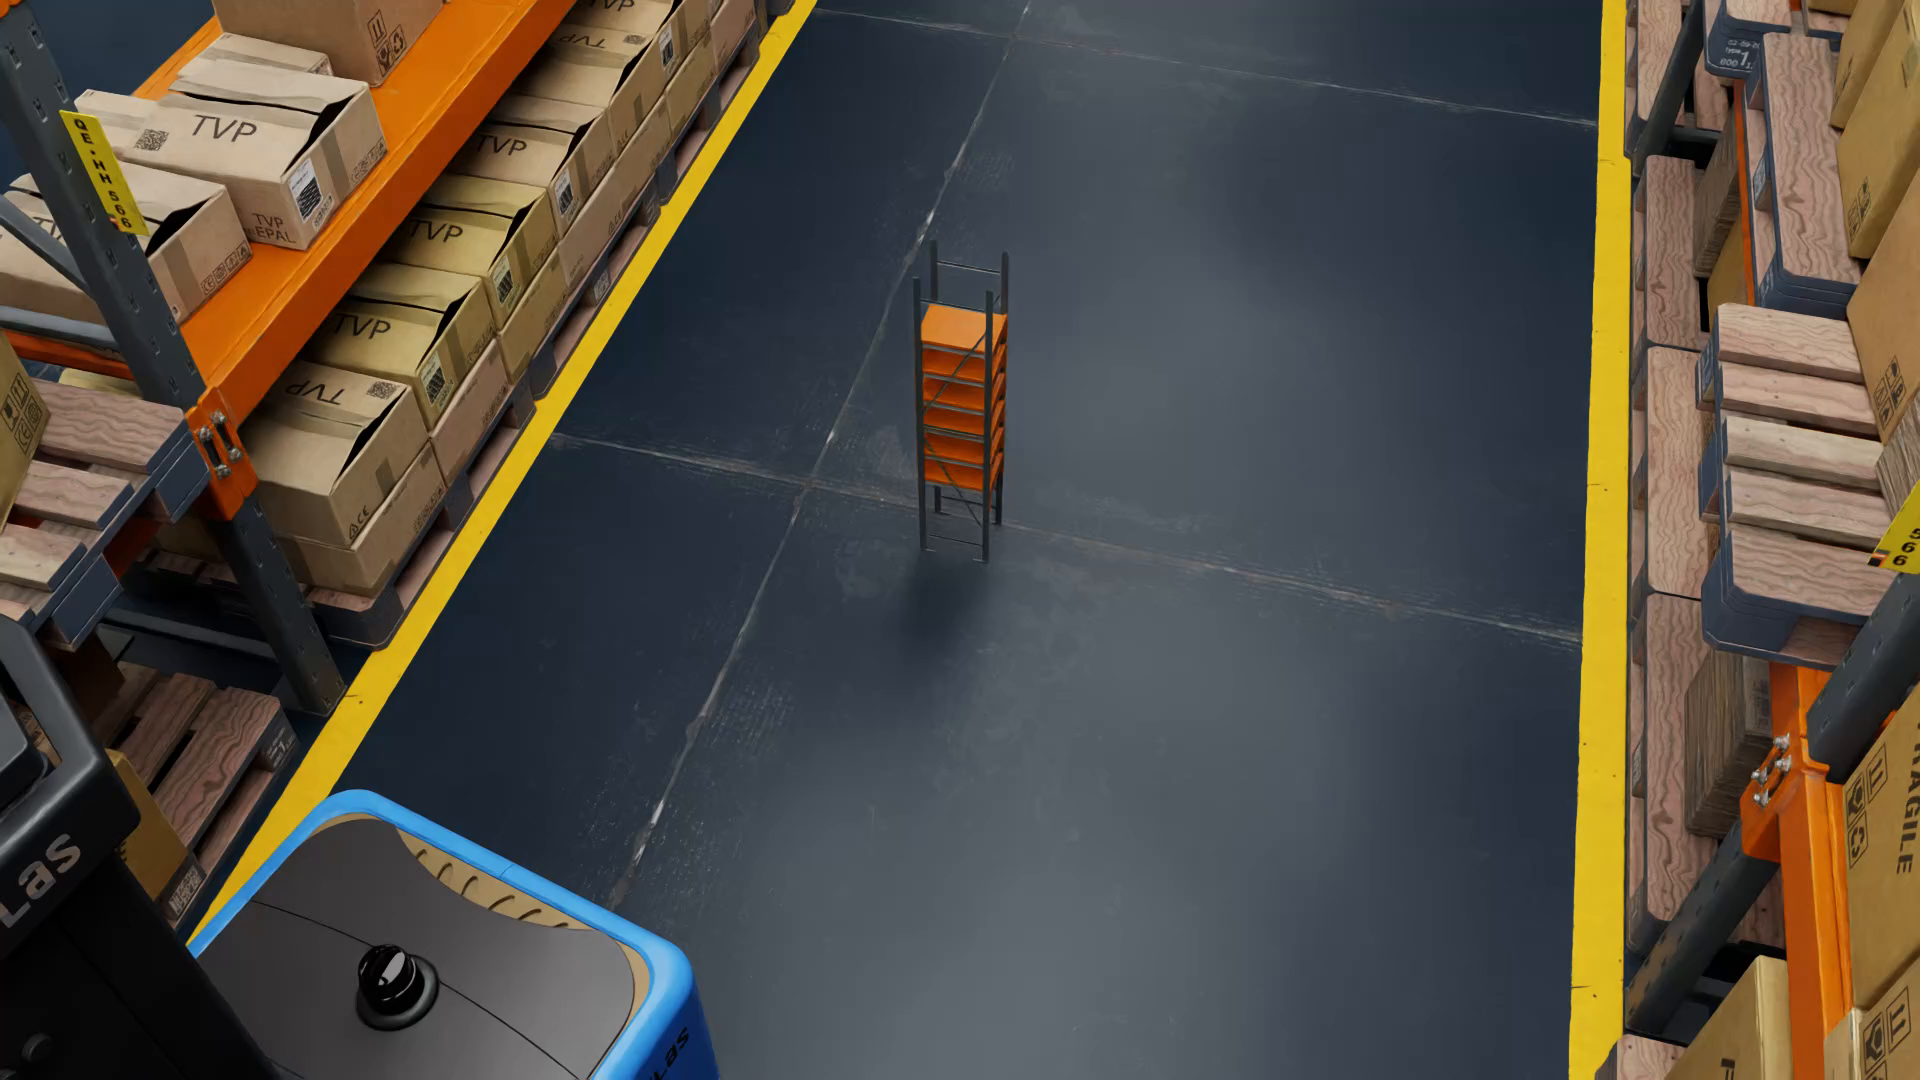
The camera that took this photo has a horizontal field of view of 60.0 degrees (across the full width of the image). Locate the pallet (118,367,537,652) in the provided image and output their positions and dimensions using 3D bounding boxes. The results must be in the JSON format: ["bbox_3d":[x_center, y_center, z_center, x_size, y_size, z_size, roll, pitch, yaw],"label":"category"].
[{"bbox_3d":[-2.204,-0.233,5.815,1.003,0.211,1.213,12,50,10],"label":"pallet"}]

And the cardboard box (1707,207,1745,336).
[{"bbox_3d":[3.109,-0.886,5.905,0.700,0.500,0.500,11,49,9],"label":"cardboard box"}]

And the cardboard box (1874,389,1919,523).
[{"bbox_3d":[2.435,-0.114,3.490,0.700,0.500,0.500,6,49,6],"label":"cardboard box"}]

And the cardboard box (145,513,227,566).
[{"bbox_3d":[-2.555,-0.226,5.503,0.500,0.250,0.500,13,50,11],"label":"cardboard box"}]

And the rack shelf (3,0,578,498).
[{"bbox_3d":[-1.932,-1.777,5.798,1.077,0.370,4.000,12,50,10],"label":"rack shelf"}]

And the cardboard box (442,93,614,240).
[{"bbox_3d":[-1.636,-1.426,6.188,0.500,0.311,0.500,11,49,10],"label":"cardboard box"}]

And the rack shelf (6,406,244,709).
[{"bbox_3d":[-2.985,1.116,3.244,1.077,0.370,4.000,12,50,10],"label":"rack shelf"}]

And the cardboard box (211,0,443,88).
[{"bbox_3d":[-2.033,-1.818,5.288,0.500,0.500,0.500,9,49,8],"label":"cardboard box"}]

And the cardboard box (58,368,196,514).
[{"bbox_3d":[-2.558,-0.411,5.292,0.500,0.311,0.500,13,50,11],"label":"cardboard box"}]

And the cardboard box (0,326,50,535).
[{"bbox_3d":[-2.516,-0.263,3.634,0.700,0.500,0.500,-3,49,-3],"label":"cardboard box"}]

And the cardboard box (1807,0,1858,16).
[{"bbox_3d":[3.053,-1.901,5.067,0.700,0.500,0.500,16,51,14],"label":"cardboard box"}]

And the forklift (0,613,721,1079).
[{"bbox_3d":[-1.684,1.442,2.523,1.130,2.935,3.031,21,52,18],"label":"forklift"}]

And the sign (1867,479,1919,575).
[{"bbox_3d":[1.795,-0.051,3.075,0.100,0.325,0.005,12,50,10],"label":"sign"}]

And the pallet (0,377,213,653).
[{"bbox_3d":[-2.569,-0.001,3.878,1.213,0.211,1.003,12,50,10],"label":"pallet"}]

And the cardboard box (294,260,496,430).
[{"bbox_3d":[-1.907,-0.686,5.534,0.500,0.311,0.500,10,49,9],"label":"cardboard box"}]

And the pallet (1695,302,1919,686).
[{"bbox_3d":[2.406,-0.067,3.936,1.213,0.211,1.003,12,50,10],"label":"pallet"}]

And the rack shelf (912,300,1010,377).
[{"bbox_3d":[0.004,-0.616,5.073,0.258,0.103,0.180,12,50,10],"label":"rack shelf"}]

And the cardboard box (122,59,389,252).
[{"bbox_3d":[-2.036,-1.148,4.822,0.500,0.311,0.500,11,49,10],"label":"cardboard box"}]

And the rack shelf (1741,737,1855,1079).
[{"bbox_3d":[1.795,2.091,2.384,1.077,0.370,4.000,12,50,10],"label":"rack shelf"}]

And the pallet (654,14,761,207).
[{"bbox_3d":[-1.562,-1.998,7.373,1.003,0.211,1.213,12,50,10],"label":"pallet"}]

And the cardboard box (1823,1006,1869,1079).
[{"bbox_3d":[1.785,1.031,2.993,0.380,0.149,0.250,13,50,11],"label":"cardboard box"}]

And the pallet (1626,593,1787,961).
[{"bbox_3d":[2.529,0.764,4.935,1.003,0.211,1.213,12,50,10],"label":"pallet"}]

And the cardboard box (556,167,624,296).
[{"bbox_3d":[-1.640,-1.230,6.389,0.500,0.250,0.500,12,50,11],"label":"cardboard box"}]

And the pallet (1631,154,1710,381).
[{"bbox_3d":[3.171,-1.001,6.492,1.003,0.211,1.213,12,50,10],"label":"pallet"}]

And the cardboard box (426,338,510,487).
[{"bbox_3d":[-1.906,-0.482,5.729,0.500,0.250,0.500,10,49,9],"label":"cardboard box"}]

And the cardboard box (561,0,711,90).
[{"bbox_3d":[-1.367,-2.149,6.826,0.500,0.311,0.500,13,50,11],"label":"cardboard box"}]

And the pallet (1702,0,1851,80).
[{"bbox_3d":[3.033,-1.899,5.554,1.003,0.211,1.213,12,50,10],"label":"pallet"}]

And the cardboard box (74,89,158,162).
[{"bbox_3d":[-2.488,-1.190,4.968,0.380,0.149,0.250,12,50,10],"label":"cardboard box"}]

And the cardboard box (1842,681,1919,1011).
[{"bbox_3d":[1.947,0.569,2.969,0.500,0.500,0.500,13,50,11],"label":"cardboard box"}]

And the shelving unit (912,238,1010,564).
[{"bbox_3d":[0.004,-0.408,5.309,0.258,1.200,0.189,12,50,10],"label":"shelving unit"}]

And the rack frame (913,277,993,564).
[{"bbox_3d":[-0.020,-0.341,5.251,0.240,1.200,0.006,12,50,10],"label":"rack frame"}]

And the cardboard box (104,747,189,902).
[{"bbox_3d":[-2.478,0.836,4.385,0.500,0.500,0.500,13,50,12],"label":"cardboard box"}]

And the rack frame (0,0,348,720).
[{"bbox_3d":[-2.459,-0.568,4.251,1.000,3.000,0.127,12,50,10],"label":"rack frame"}]

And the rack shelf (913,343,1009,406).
[{"bbox_3d":[0.004,-0.537,5.163,0.258,0.103,0.180,12,50,10],"label":"rack shelf"}]

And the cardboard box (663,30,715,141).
[{"bbox_3d":[-1.370,-1.968,7.040,0.500,0.250,0.500,11,49,9],"label":"cardboard box"}]

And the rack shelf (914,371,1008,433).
[{"bbox_3d":[0.004,-0.458,5.253,0.258,0.103,0.180,12,50,10],"label":"rack shelf"}]

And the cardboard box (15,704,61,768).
[{"bbox_3d":[-2.489,0.629,4.068,0.500,0.250,0.500,13,50,11],"label":"cardboard box"}]

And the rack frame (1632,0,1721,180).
[{"bbox_3d":[3.374,-2.487,5.944,1.000,3.000,0.127,12,50,10],"label":"rack frame"}]

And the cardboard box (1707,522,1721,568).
[{"bbox_3d":[2.812,-0.158,5.262,0.700,0.500,0.500,11,50,10],"label":"cardboard box"}]

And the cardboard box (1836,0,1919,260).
[{"bbox_3d":[2.742,-1.020,4.289,0.700,0.500,0.500,12,50,10],"label":"cardboard box"}]
